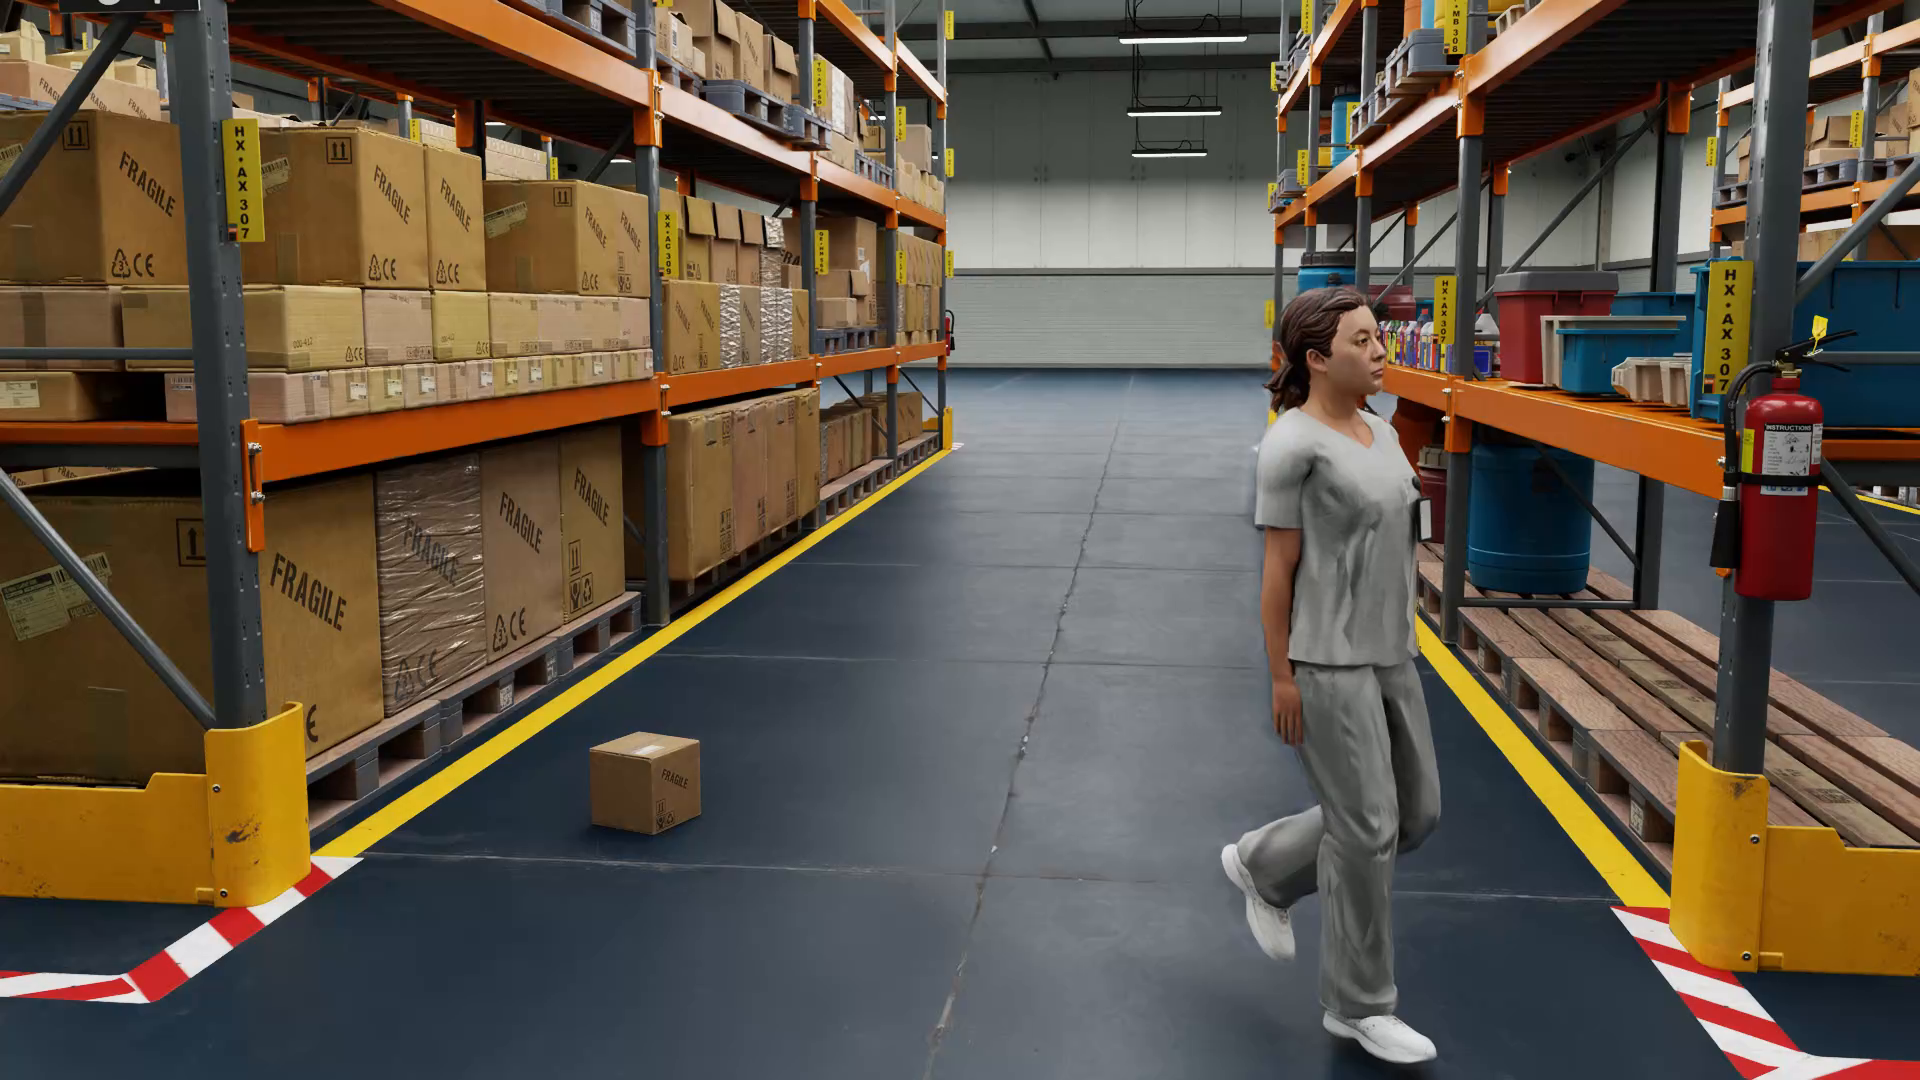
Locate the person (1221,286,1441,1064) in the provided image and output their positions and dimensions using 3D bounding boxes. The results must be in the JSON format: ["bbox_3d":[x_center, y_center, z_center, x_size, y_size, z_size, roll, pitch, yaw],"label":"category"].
[{"bbox_3d":[0.822,0.270,3.698,0.447,1.648,0.683,-6,10,-39],"label":"person"}]
